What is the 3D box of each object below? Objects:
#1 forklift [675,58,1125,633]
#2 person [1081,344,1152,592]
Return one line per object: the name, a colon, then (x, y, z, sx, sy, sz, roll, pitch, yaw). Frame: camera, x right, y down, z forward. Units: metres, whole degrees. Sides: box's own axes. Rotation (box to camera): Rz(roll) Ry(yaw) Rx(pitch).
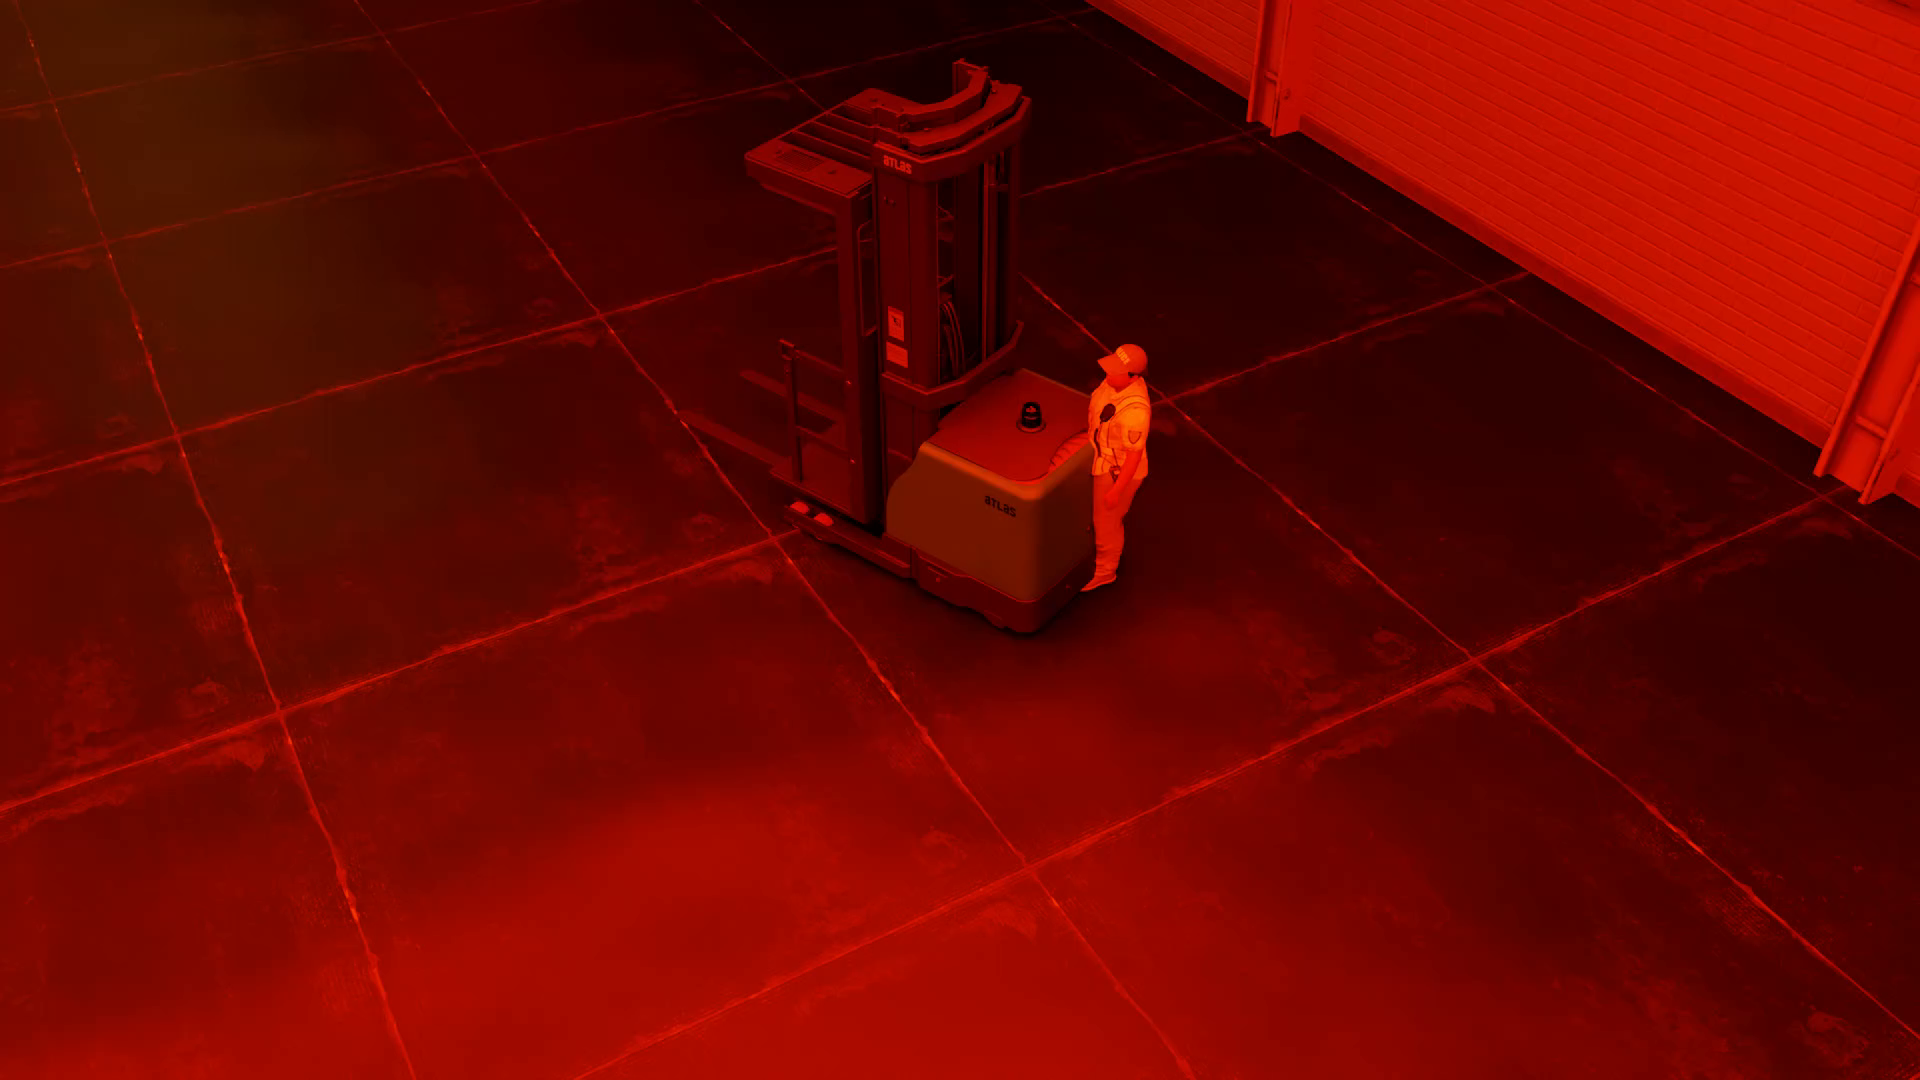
forklift: (-0.481, -1.366, 9.683, 3.031, 2.935, 1.130, 26, 46, 28)
person: (0.789, -0.423, 9.525, 0.529, 1.669, 0.599, -6, 40, -7)
